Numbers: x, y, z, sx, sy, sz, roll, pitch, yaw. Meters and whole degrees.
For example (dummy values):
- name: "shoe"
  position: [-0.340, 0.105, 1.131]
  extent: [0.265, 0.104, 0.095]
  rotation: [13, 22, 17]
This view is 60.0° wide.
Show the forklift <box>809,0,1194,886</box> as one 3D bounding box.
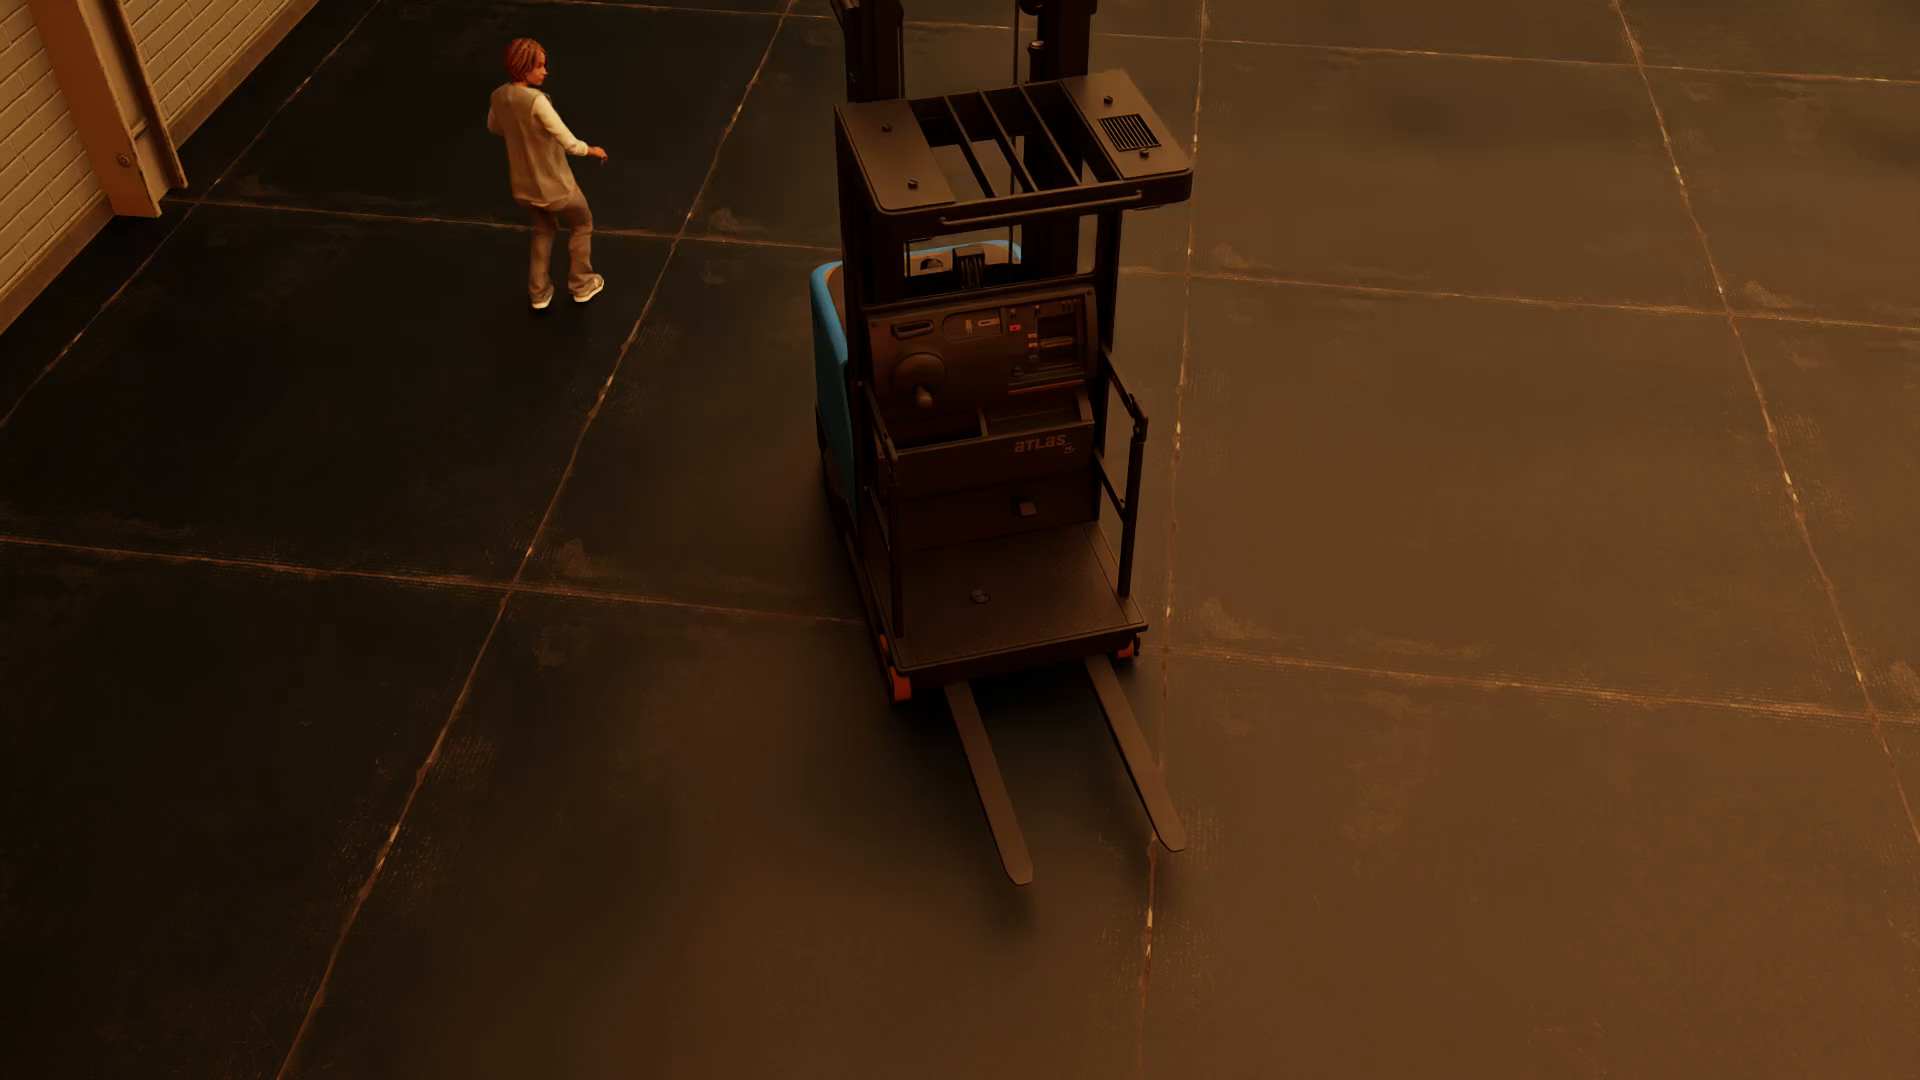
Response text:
- name: "forklift"
  position: [0.153, -0.681, 6.465]
  extent: [1.130, 2.935, 3.031]
  rotation: [-10, 44, -11]

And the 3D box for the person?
- name: "person"
  position: [-2.197, -1.937, 8.893]
  extent: [0.660, 1.547, 0.538]
  rotation: [17, 45, 18]
